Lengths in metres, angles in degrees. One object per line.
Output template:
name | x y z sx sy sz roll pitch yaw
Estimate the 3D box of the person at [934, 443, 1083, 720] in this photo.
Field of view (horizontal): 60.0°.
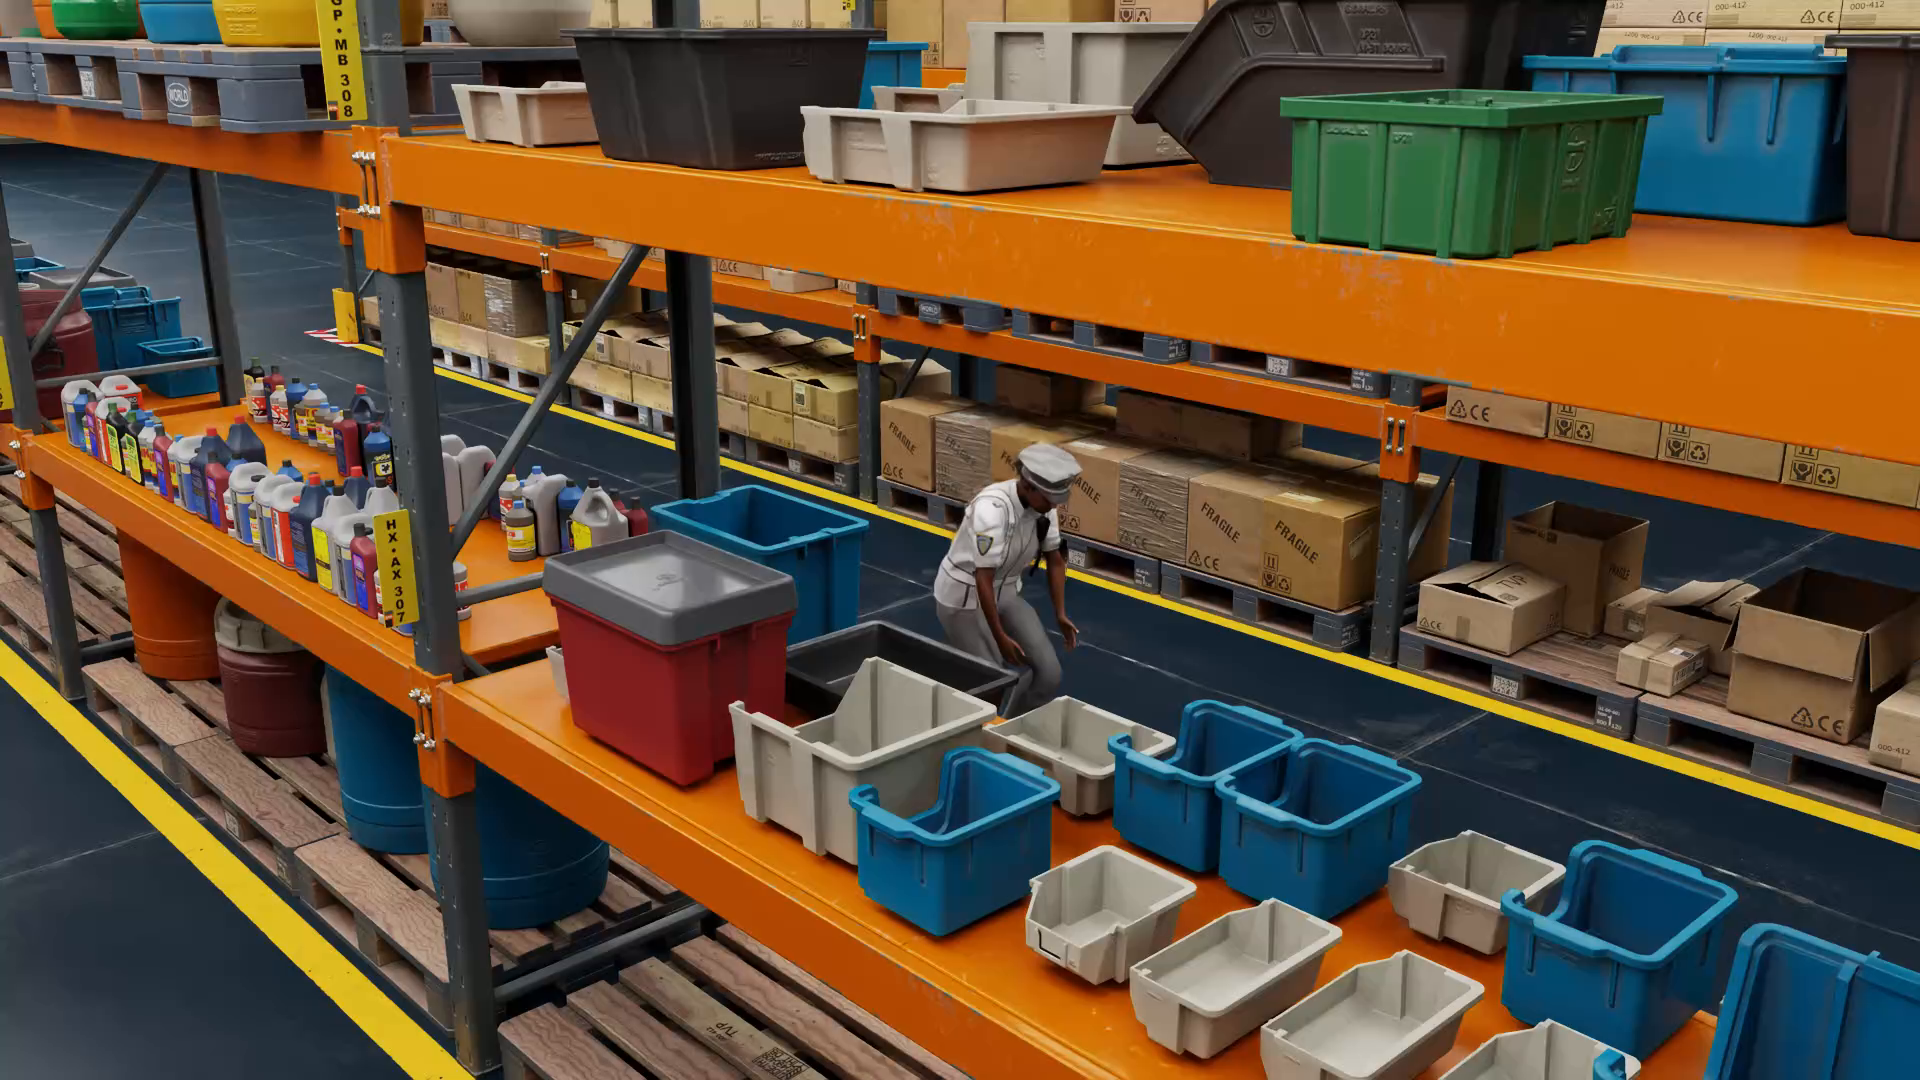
person | 0.215 0.296 6.958 0.492 1.464 0.649 -16 23 -40
